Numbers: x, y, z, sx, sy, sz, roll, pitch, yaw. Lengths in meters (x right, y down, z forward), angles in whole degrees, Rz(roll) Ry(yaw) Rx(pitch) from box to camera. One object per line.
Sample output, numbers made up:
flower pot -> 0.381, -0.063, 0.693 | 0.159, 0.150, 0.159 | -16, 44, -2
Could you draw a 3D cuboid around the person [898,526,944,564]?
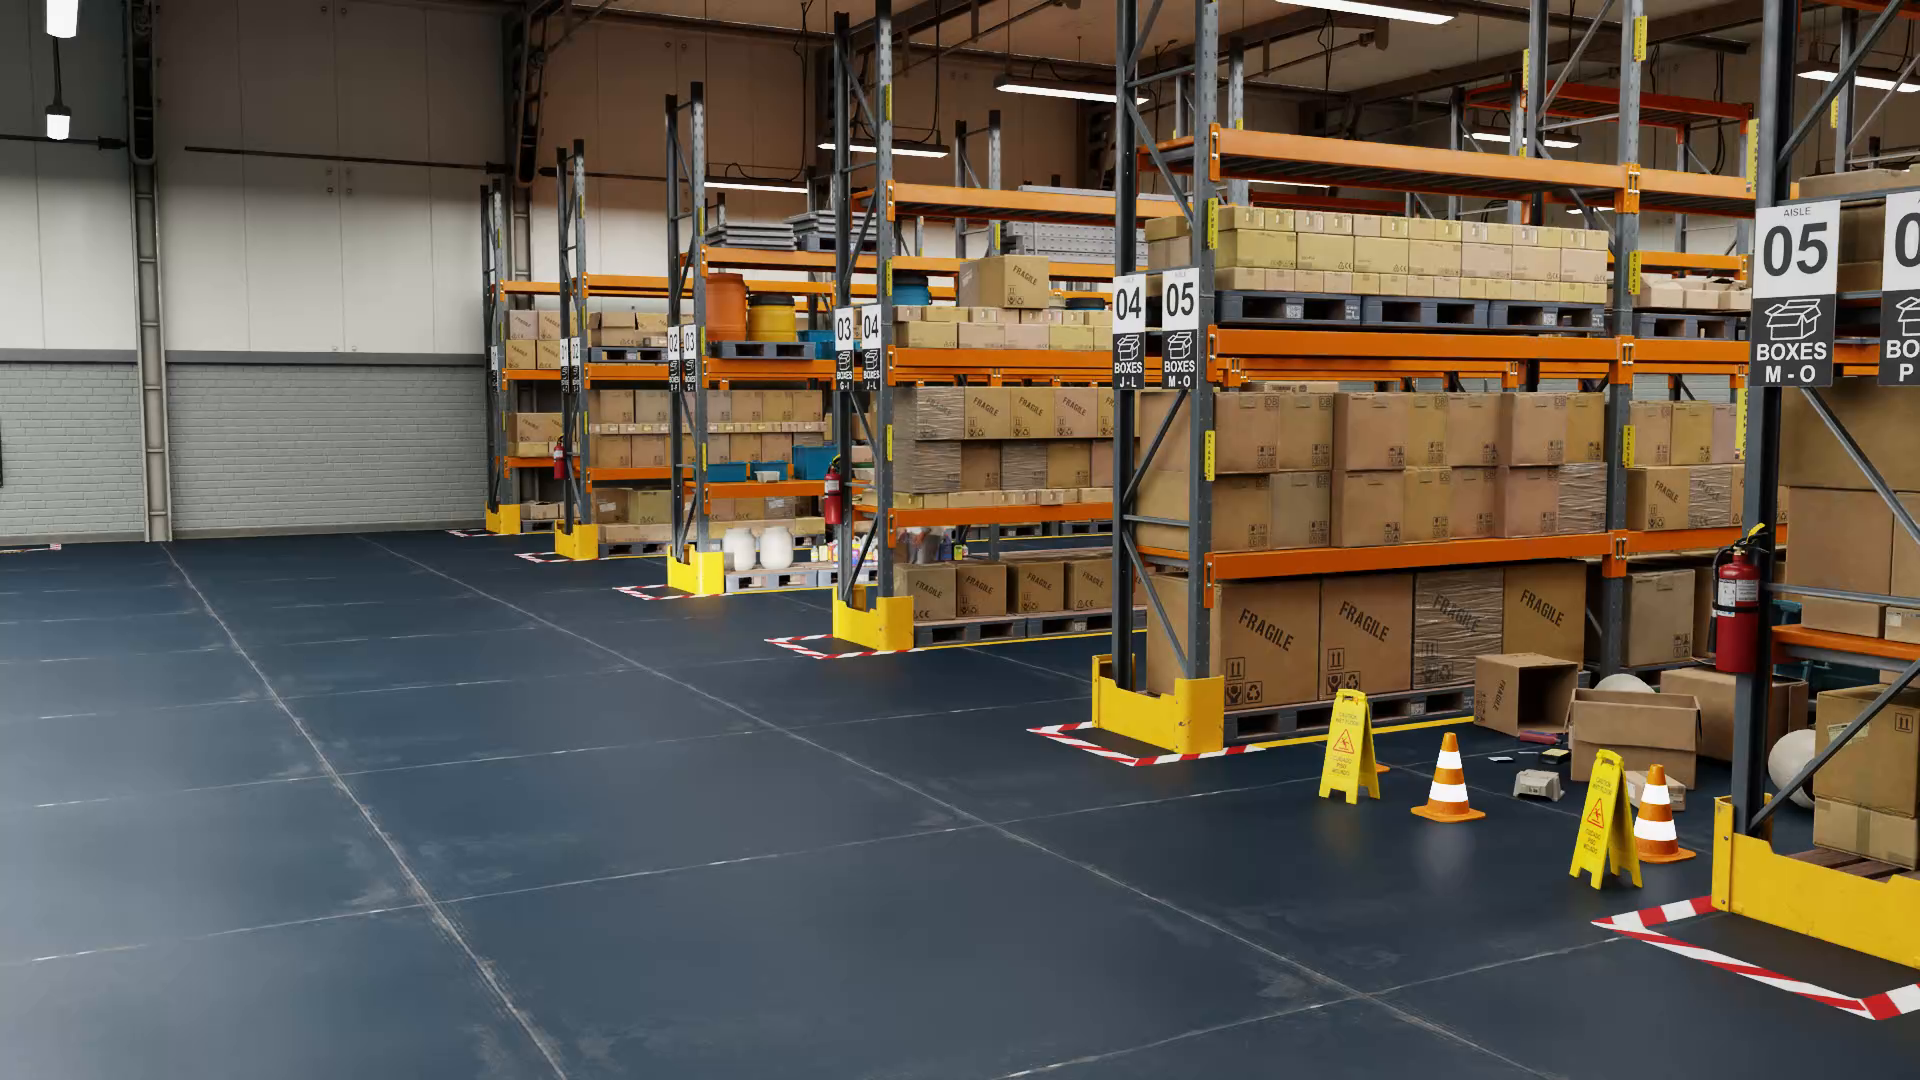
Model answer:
person -> -0.395, -0.049, 17.614 | 0.434, 1.778, 0.553 | -3, 6, -31
